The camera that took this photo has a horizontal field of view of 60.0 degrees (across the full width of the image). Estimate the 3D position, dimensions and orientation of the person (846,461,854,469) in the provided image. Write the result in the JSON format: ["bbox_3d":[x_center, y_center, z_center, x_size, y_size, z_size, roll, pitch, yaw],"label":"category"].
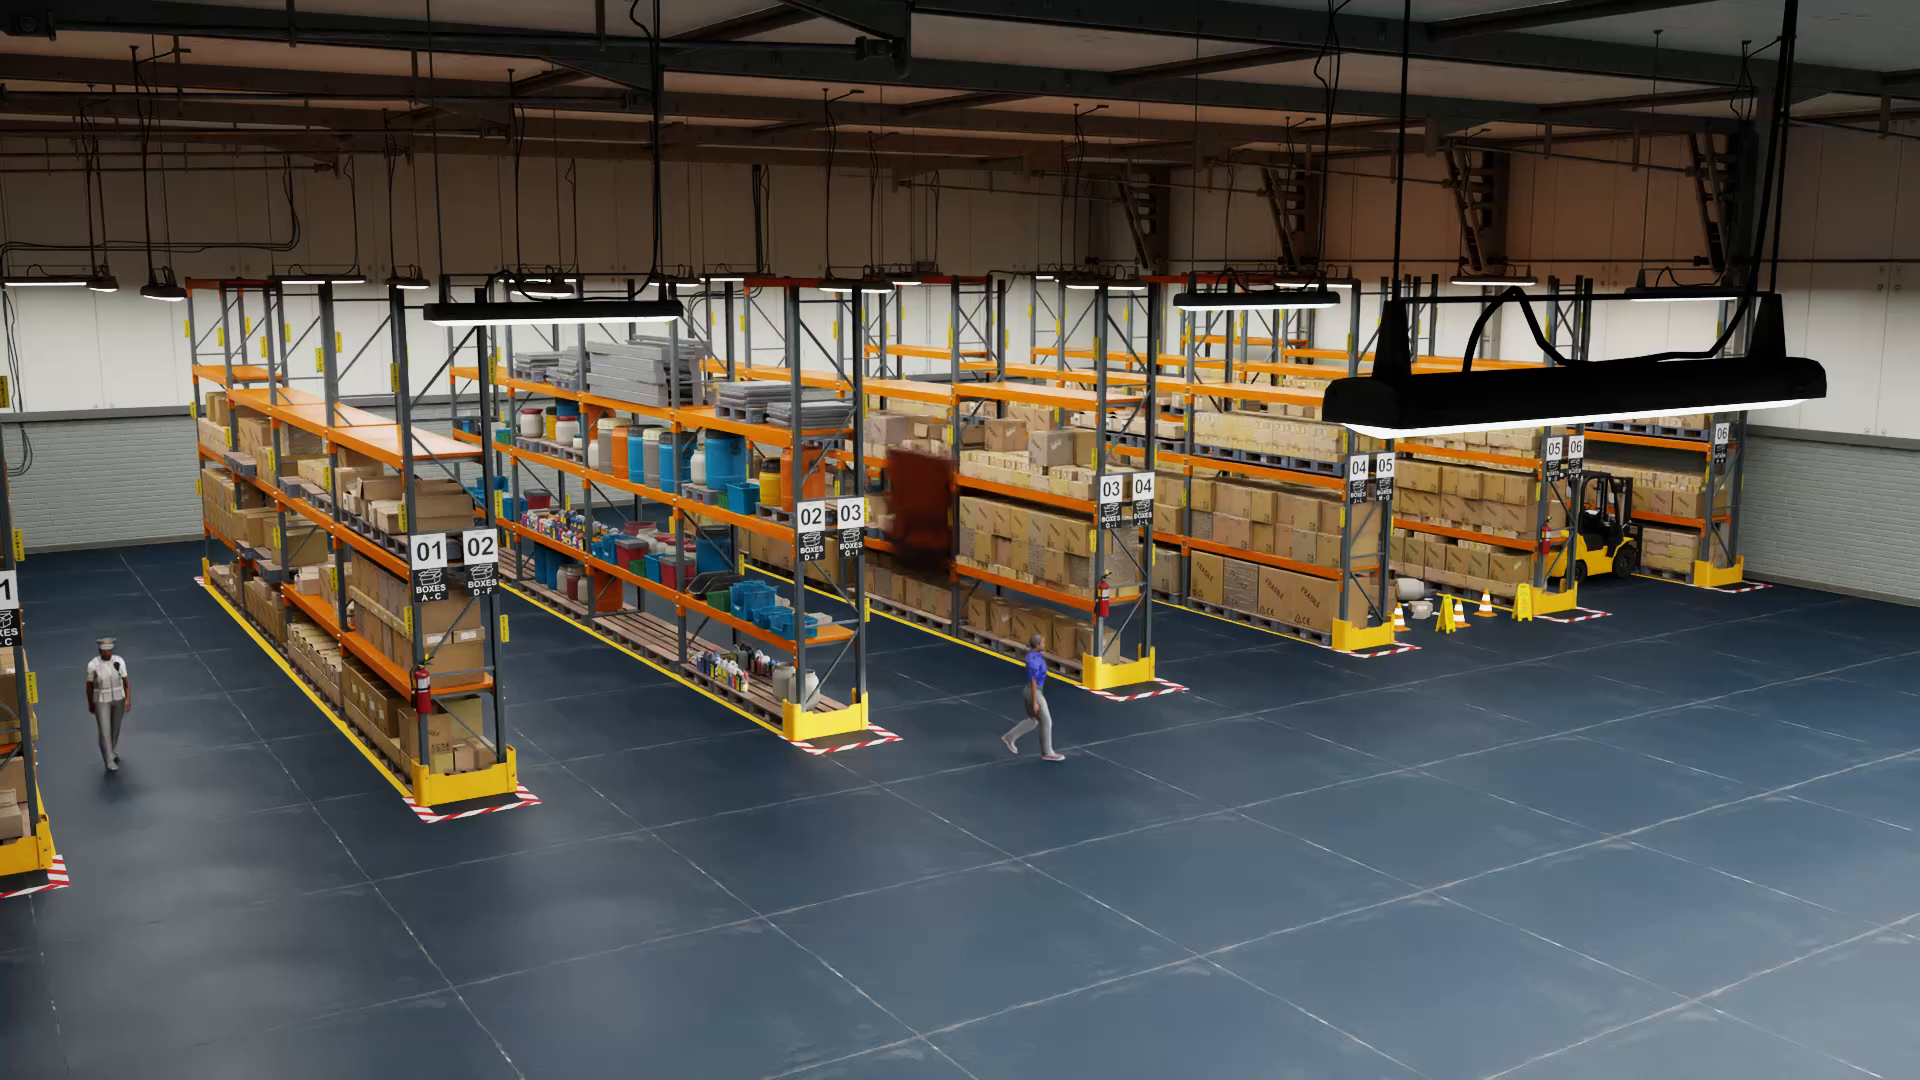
[{"bbox_3d":[-2.779,-1.633,42.359,0.543,1.766,0.880,3,10,19],"label":"person"}]

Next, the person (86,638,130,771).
[{"bbox_3d":[-10.691,2.026,20.938,0.469,1.623,0.977,-9,13,-44],"label":"person"}]

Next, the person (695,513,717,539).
[{"bbox_3d":[-5.164,-0.158,33.899,0.455,1.672,0.551,-7,12,-35],"label":"person"}]

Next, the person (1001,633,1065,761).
[{"bbox_3d":[0.931,1.985,21.222,0.803,1.628,0.506,0,10,-2],"label":"person"}]
